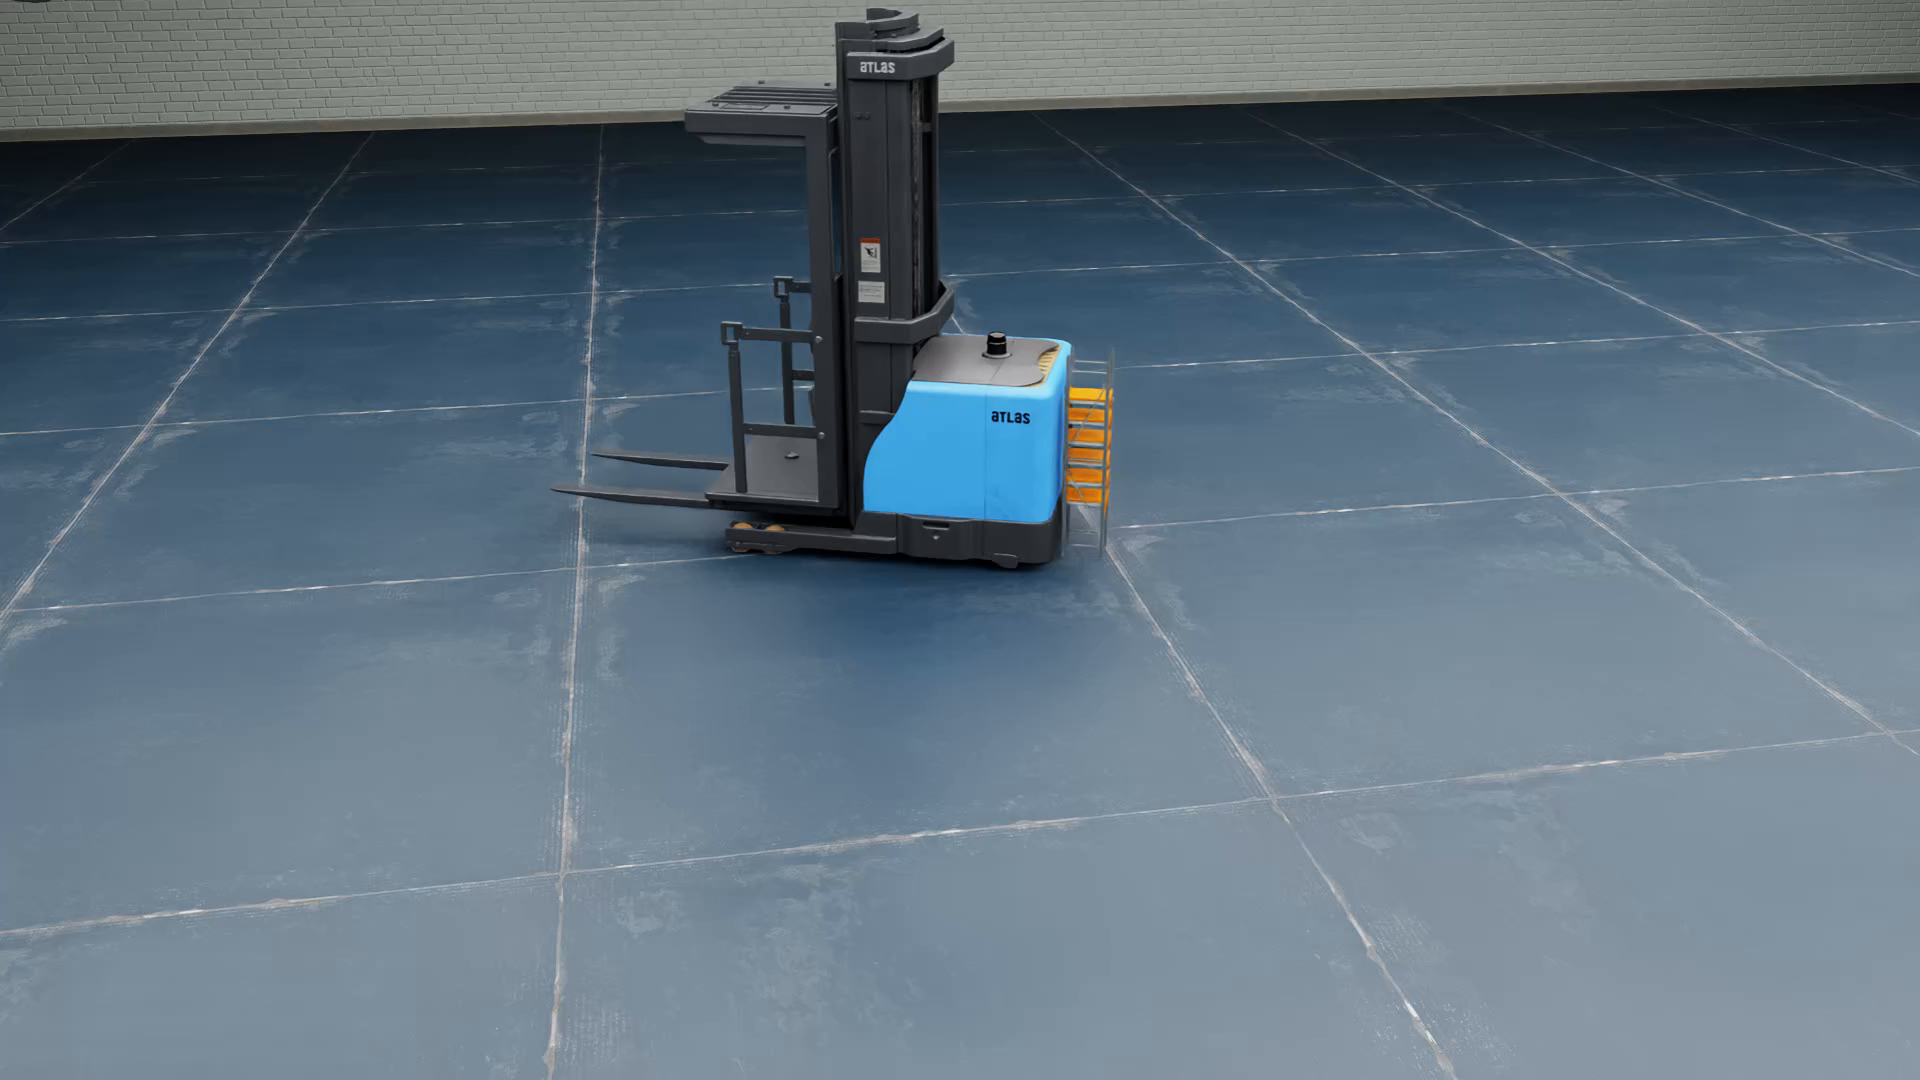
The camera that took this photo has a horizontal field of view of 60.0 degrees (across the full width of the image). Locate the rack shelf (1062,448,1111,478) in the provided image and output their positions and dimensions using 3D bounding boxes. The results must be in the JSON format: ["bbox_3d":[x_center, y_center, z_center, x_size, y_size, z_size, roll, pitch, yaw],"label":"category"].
[{"bbox_3d":[0.715,-0.441,9.370,0.258,0.103,0.180,4,24,10],"label":"rack shelf"}]

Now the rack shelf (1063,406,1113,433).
[{"bbox_3d":[0.715,-0.661,9.274,0.258,0.103,0.180,4,24,10],"label":"rack shelf"}]

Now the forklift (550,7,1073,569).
[{"bbox_3d":[-0.890,-1.459,9.429,3.031,2.935,1.130,4,24,10],"label":"forklift"}]

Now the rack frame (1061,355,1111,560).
[{"bbox_3d":[0.698,-0.445,9.270,0.240,1.200,0.006,4,24,10],"label":"rack frame"}]

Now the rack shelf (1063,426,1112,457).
[{"bbox_3d":[0.715,-0.551,9.322,0.258,0.103,0.180,4,24,10],"label":"rack shelf"}]

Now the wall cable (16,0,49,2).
[{"bbox_3d":[-12.773,-7.829,20.312,3.097,2.526,0.112,-4,24,-10],"label":"wall cable"}]

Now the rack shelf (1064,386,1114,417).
[{"bbox_3d":[0.716,-0.771,9.226,0.258,0.103,0.180,4,24,10],"label":"rack shelf"}]

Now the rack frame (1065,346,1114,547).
[{"bbox_3d":[0.733,-0.517,9.435,0.240,1.200,0.006,4,24,10],"label":"rack frame"}]

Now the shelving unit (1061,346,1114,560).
[{"bbox_3d":[0.715,-0.481,9.353,0.258,1.200,0.189,4,24,10],"label":"shelving unit"}]

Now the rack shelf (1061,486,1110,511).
[{"bbox_3d":[0.715,-0.221,9.467,0.258,0.103,0.180,4,24,10],"label":"rack shelf"}]

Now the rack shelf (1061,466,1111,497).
[{"bbox_3d":[0.715,-0.331,9.419,0.258,0.103,0.180,4,24,10],"label":"rack shelf"}]
